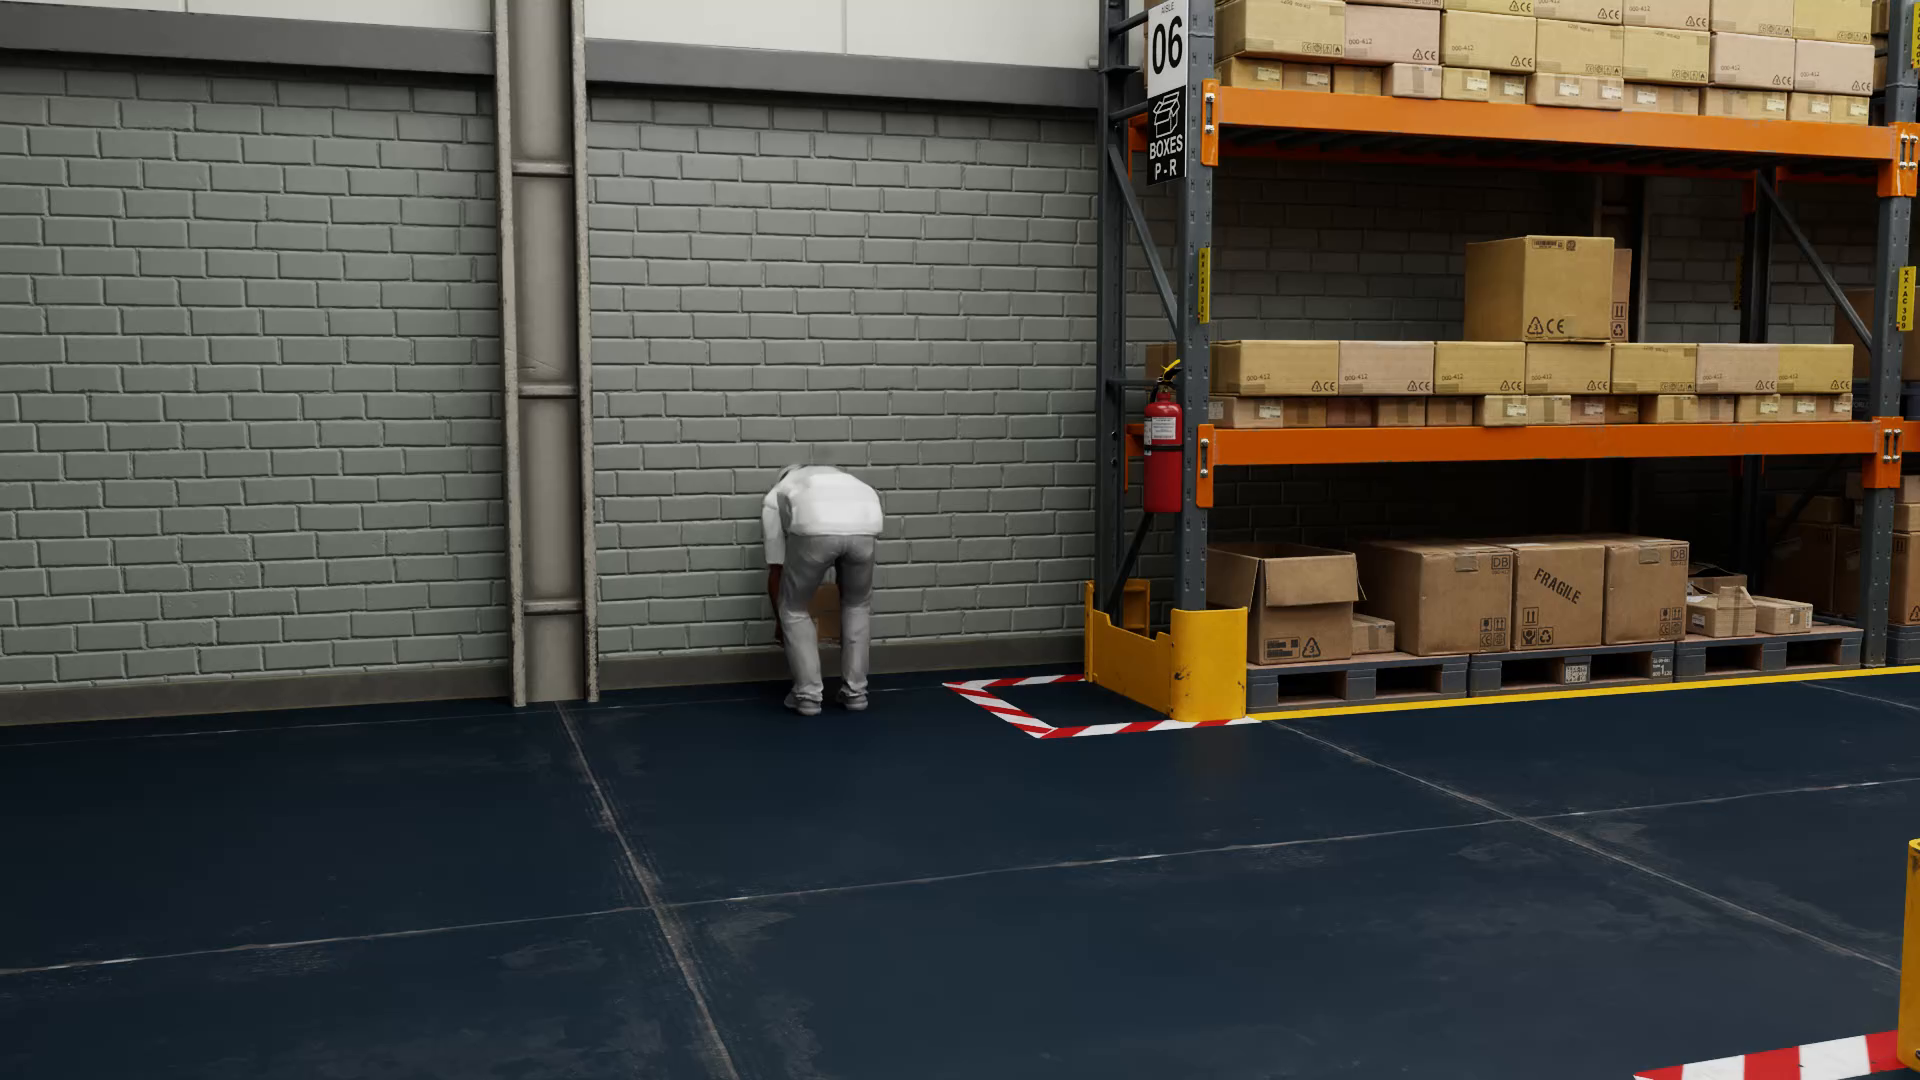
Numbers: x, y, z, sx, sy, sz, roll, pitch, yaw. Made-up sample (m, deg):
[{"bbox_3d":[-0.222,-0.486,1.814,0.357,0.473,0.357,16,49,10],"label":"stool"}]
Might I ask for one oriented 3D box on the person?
[{"bbox_3d":[-0.686,0.208,7.880,0.475,1.117,0.979,-2,6,-21],"label":"person"}]
